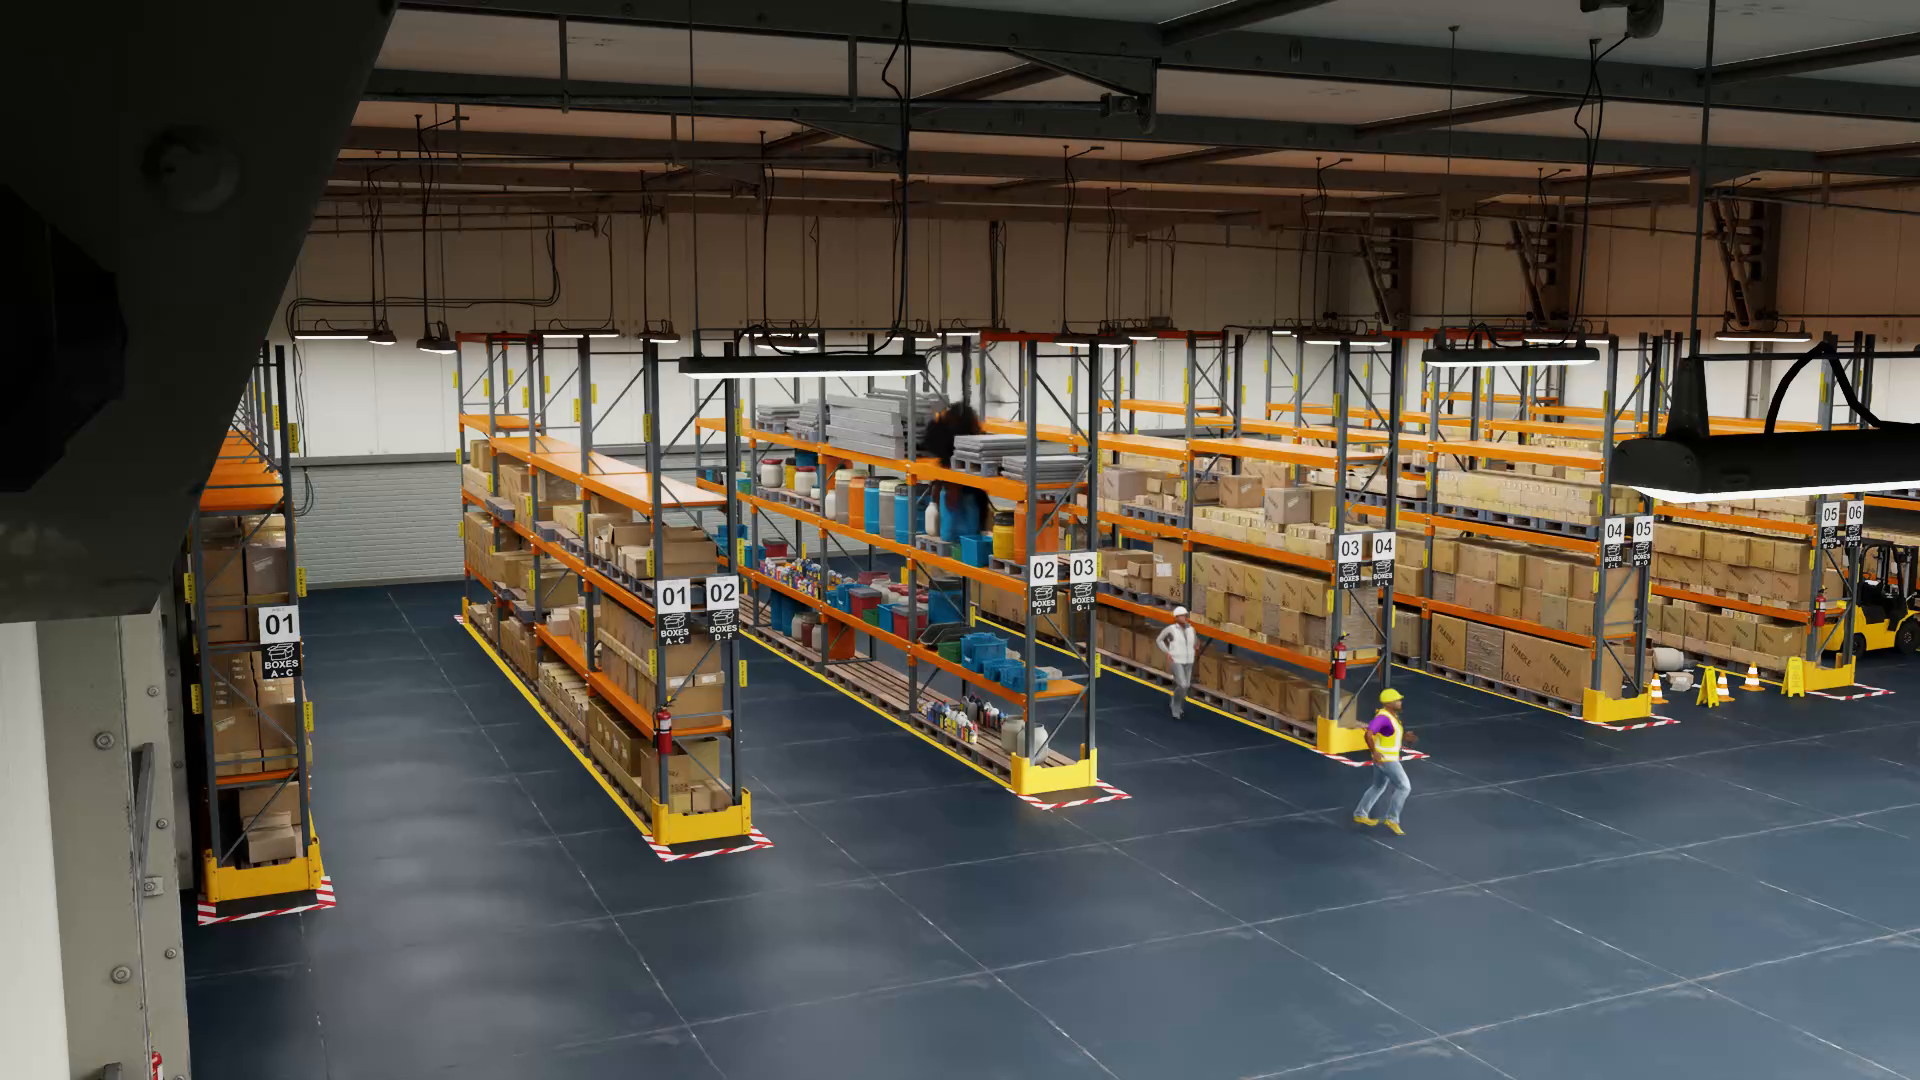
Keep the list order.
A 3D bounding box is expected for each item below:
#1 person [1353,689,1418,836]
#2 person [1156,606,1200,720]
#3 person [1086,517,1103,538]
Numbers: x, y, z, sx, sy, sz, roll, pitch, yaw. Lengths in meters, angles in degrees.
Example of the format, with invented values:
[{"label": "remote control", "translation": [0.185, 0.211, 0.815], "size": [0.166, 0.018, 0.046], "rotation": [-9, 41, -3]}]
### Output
[{"label": "person", "translation": [5.254, 2.724, 20.470], "size": [0.761, 1.821, 0.679], "rotation": [1, 8, 8]}, {"label": "person", "translation": [3.498, 1.944, 26.187], "size": [0.640, 1.790, 0.667], "rotation": [-4, 9, -27]}, {"label": "person", "translation": [3.325, -0.165, 41.739], "size": [0.664, 1.738, 0.659], "rotation": [-5, 9, -30]}]
